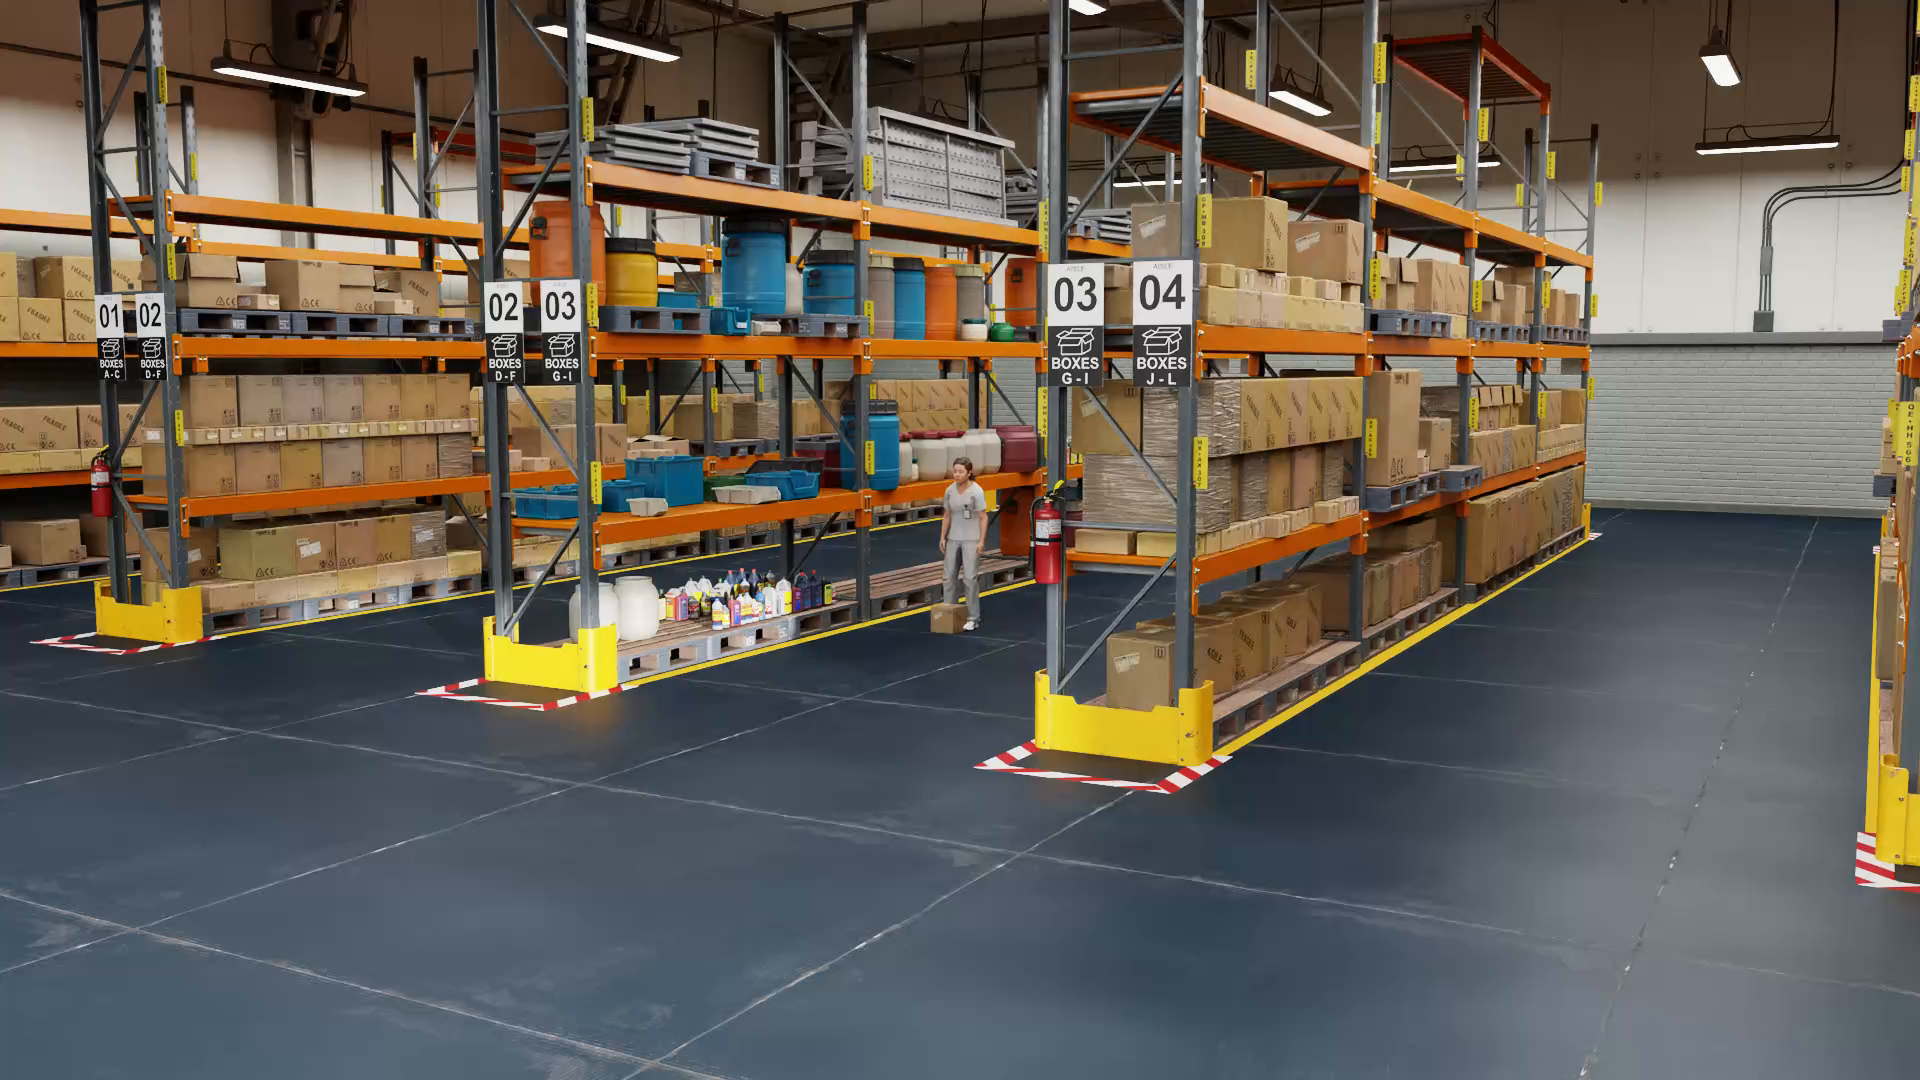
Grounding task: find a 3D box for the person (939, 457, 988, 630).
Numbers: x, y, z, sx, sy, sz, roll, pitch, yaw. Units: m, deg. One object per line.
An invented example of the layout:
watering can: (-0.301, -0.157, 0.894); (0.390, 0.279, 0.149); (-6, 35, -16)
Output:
person: (0.023, 0.037, 16.098); (0.514, 1.648, 0.360); (4, 7, 30)
